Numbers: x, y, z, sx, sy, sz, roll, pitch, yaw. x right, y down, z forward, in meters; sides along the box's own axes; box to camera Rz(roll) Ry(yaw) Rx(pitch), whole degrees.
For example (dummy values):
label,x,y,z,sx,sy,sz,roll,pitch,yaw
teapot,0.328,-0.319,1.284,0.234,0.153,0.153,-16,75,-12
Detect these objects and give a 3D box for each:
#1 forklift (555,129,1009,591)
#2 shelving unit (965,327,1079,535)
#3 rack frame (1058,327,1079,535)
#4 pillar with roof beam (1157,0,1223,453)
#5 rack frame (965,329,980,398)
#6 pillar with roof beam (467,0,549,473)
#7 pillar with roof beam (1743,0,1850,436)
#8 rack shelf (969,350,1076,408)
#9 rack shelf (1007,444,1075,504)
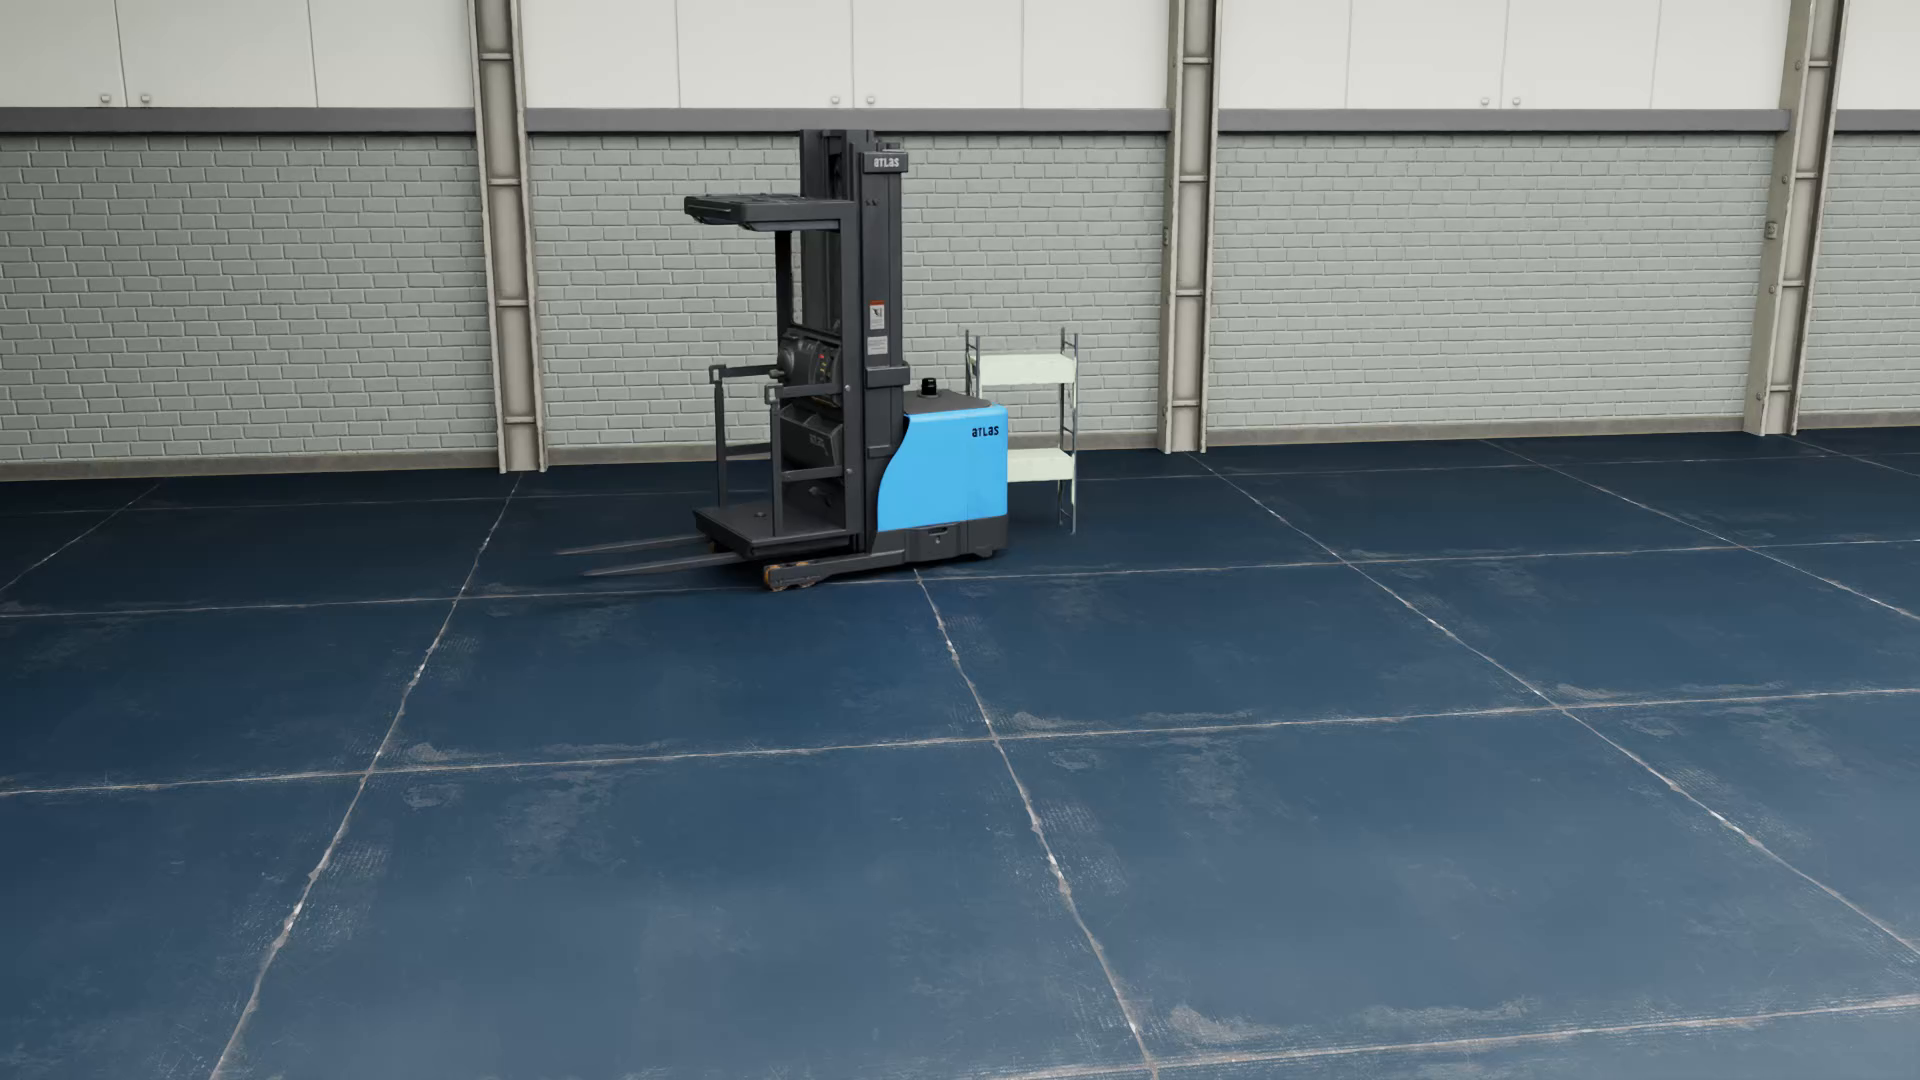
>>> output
label,x,y,z,sx,sy,sz,roll,pitch,yaw
forklift,-1.194,-1.233,11.112,3.031,2.935,1.130,-8,16,-28
shelving unit,0.448,-0.796,12.313,0.755,1.500,0.431,-3,14,-12
rack frame,0.806,-0.815,12.388,0.023,1.500,0.400,-3,14,-12
pillar with roof beam,2.715,-4.176,10.374,0.400,9.000,9.100,-2,14,-8
rack frame,0.091,-0.777,12.237,0.023,1.500,0.400,-3,14,-12
pillar with roof beam,-3.218,-3.959,9.507,0.400,9.000,9.100,-2,14,-8
pillar with roof beam,8.648,-4.393,11.241,0.400,9.000,9.100,-2,14,-8
rack shelf,0.448,-1.175,12.218,0.720,0.370,0.431,-3,14,-12
rack shelf,0.448,-0.480,12.392,0.720,0.370,0.431,-3,14,-12
